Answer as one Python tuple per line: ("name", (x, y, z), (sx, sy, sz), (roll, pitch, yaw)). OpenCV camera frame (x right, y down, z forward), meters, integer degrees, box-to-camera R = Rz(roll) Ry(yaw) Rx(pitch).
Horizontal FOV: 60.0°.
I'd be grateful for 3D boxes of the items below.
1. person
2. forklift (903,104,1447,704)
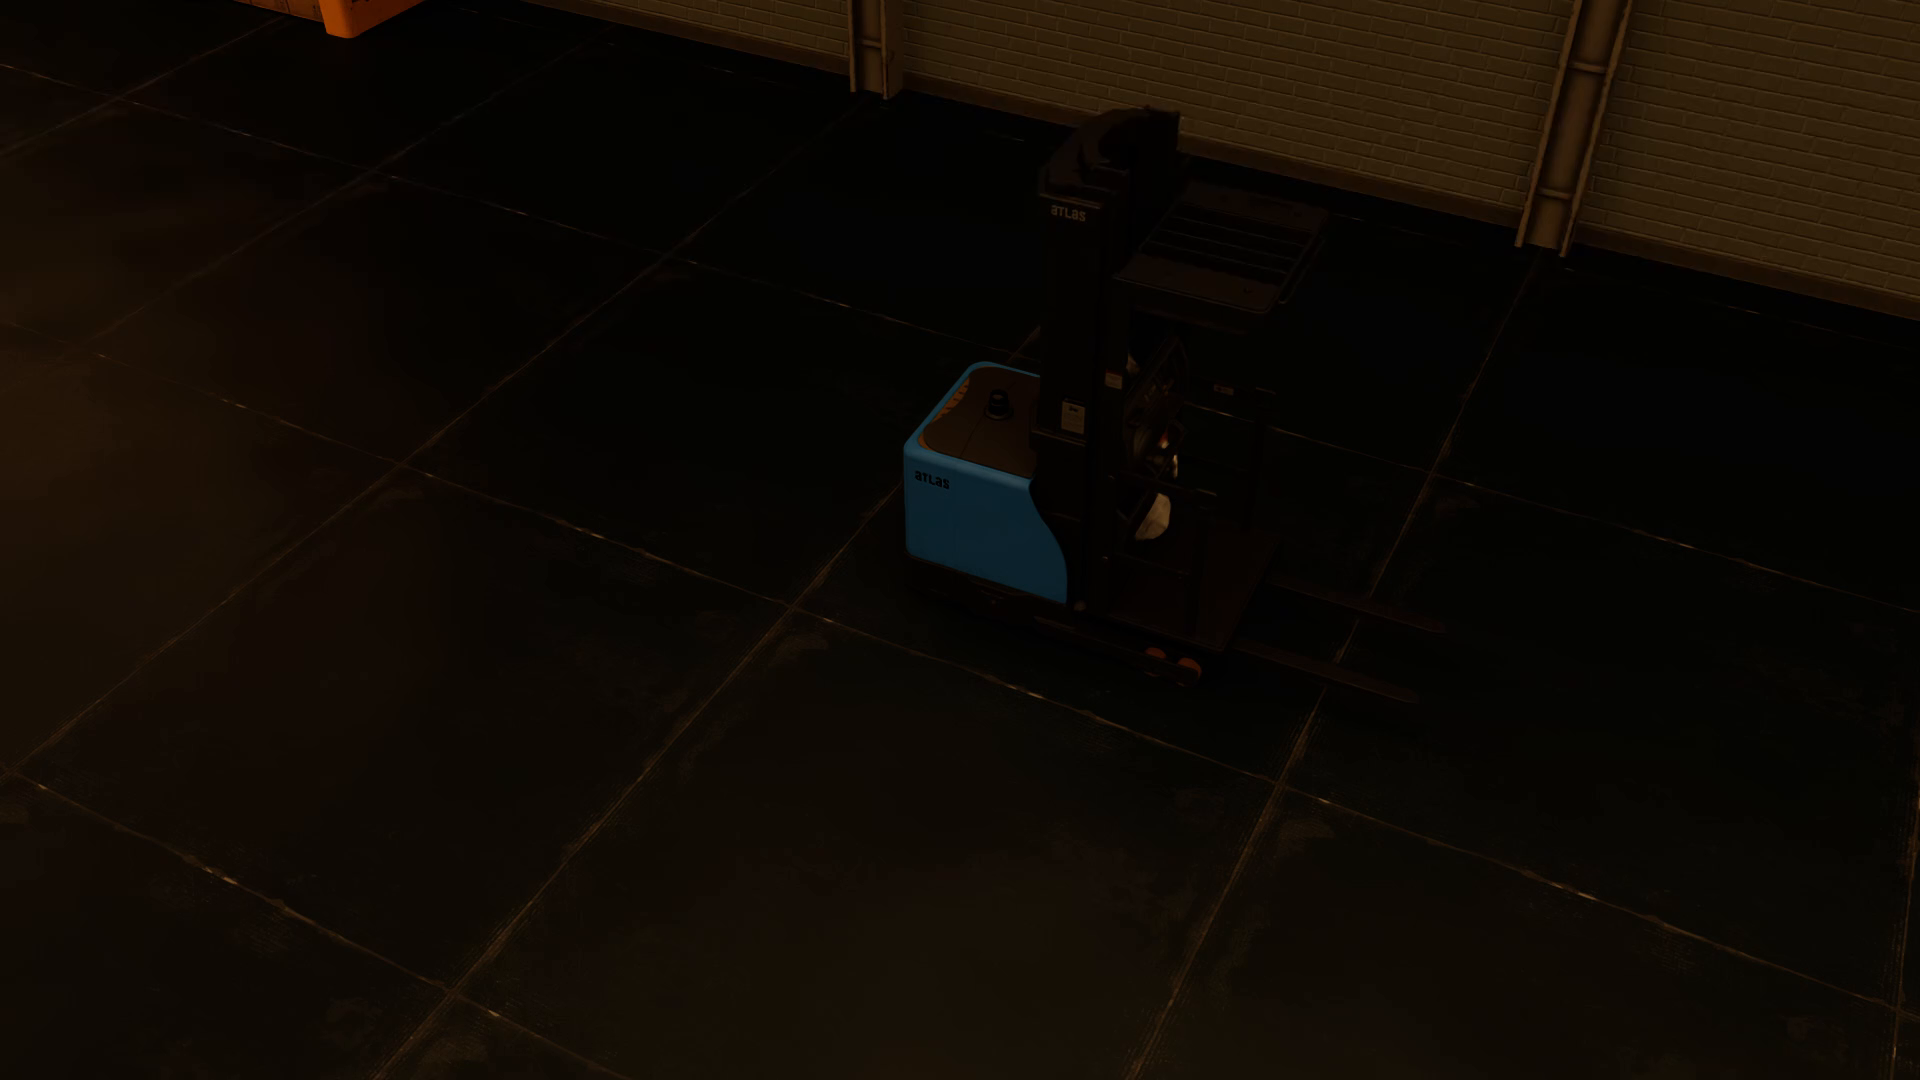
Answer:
("person", (0.878, -0.400, 9.277), (0.778, 1.568, 0.673), (-14, 42, -16))
("forklift", (1.225, -0.692, 8.808), (3.031, 2.935, 1.130), (17, 43, 19))
